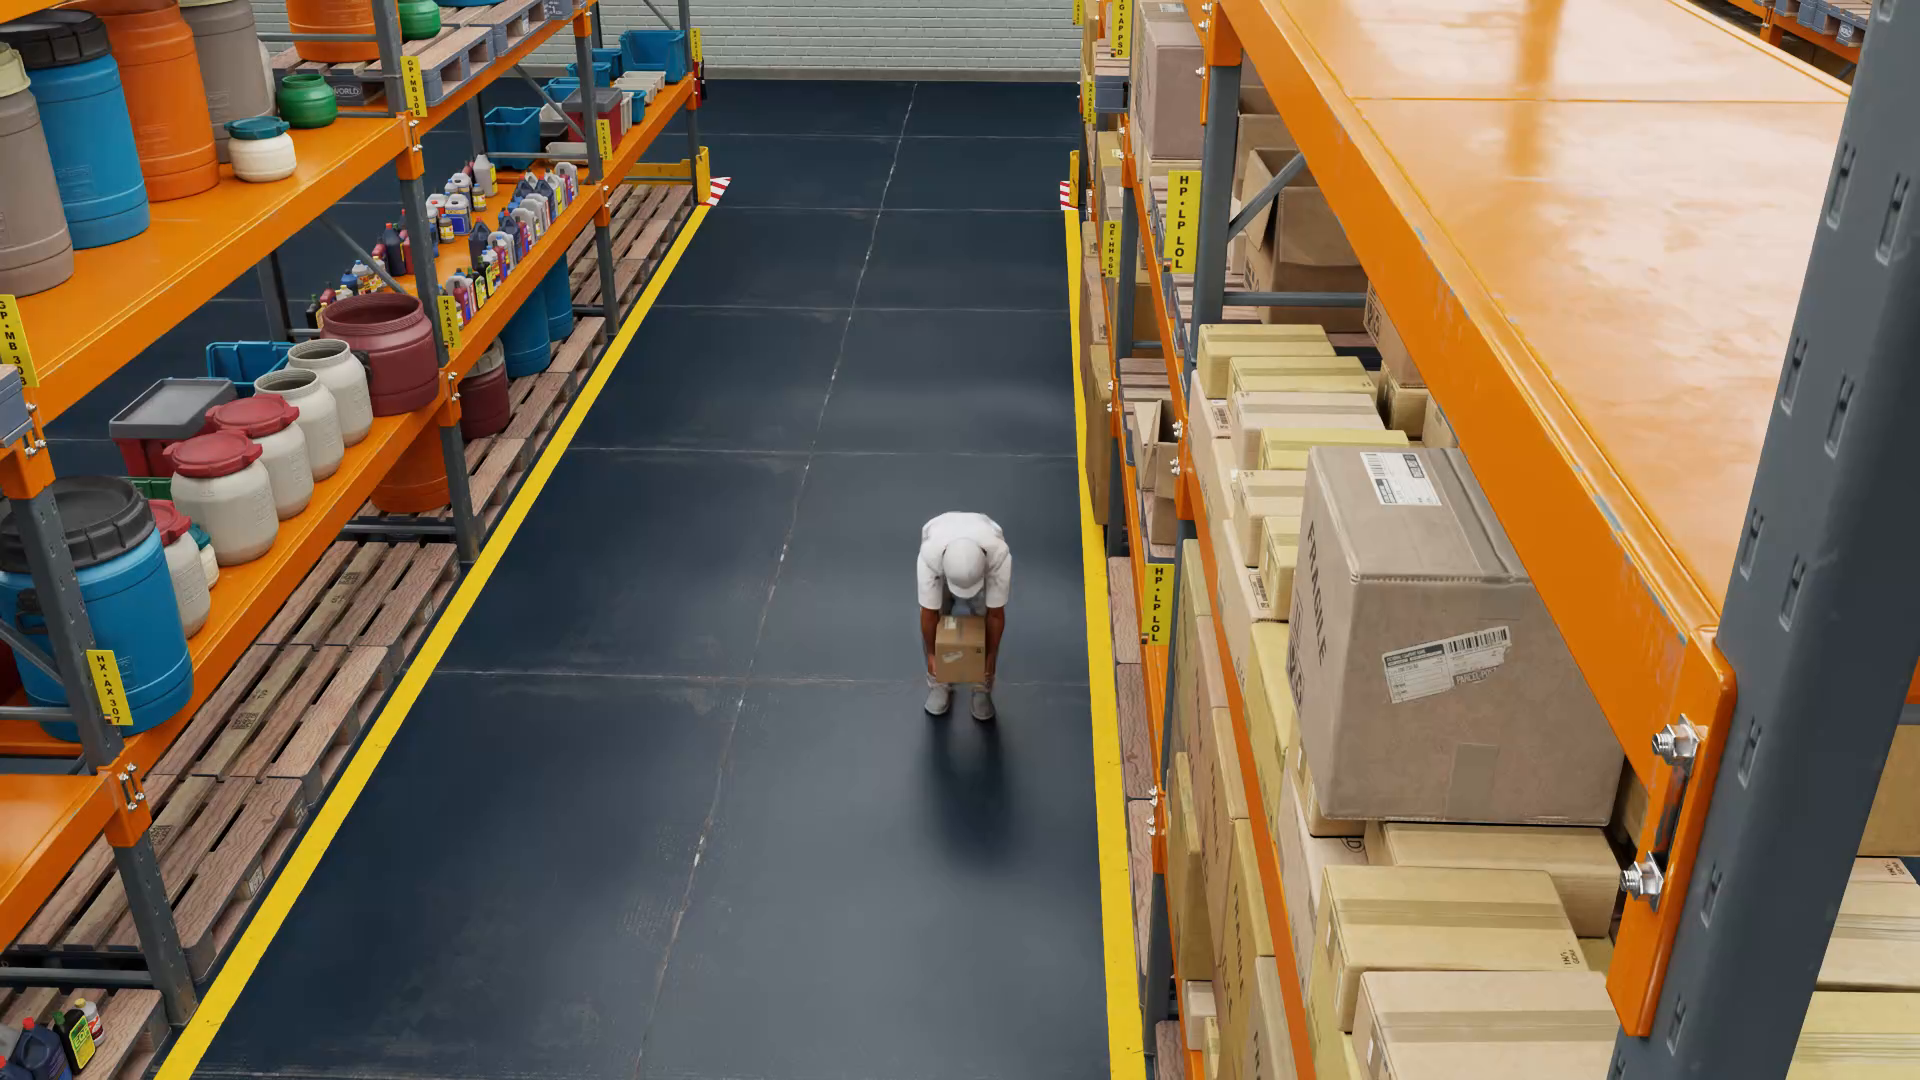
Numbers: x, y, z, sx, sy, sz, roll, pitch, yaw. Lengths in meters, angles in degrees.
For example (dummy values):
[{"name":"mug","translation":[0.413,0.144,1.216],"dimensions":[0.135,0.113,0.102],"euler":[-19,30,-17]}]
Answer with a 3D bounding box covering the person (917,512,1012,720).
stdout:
[{"name":"person","translation":[0.023,0.409,8.554],"dimensions":[0.474,1.295,0.940],"euler":[0,28,0]}]
